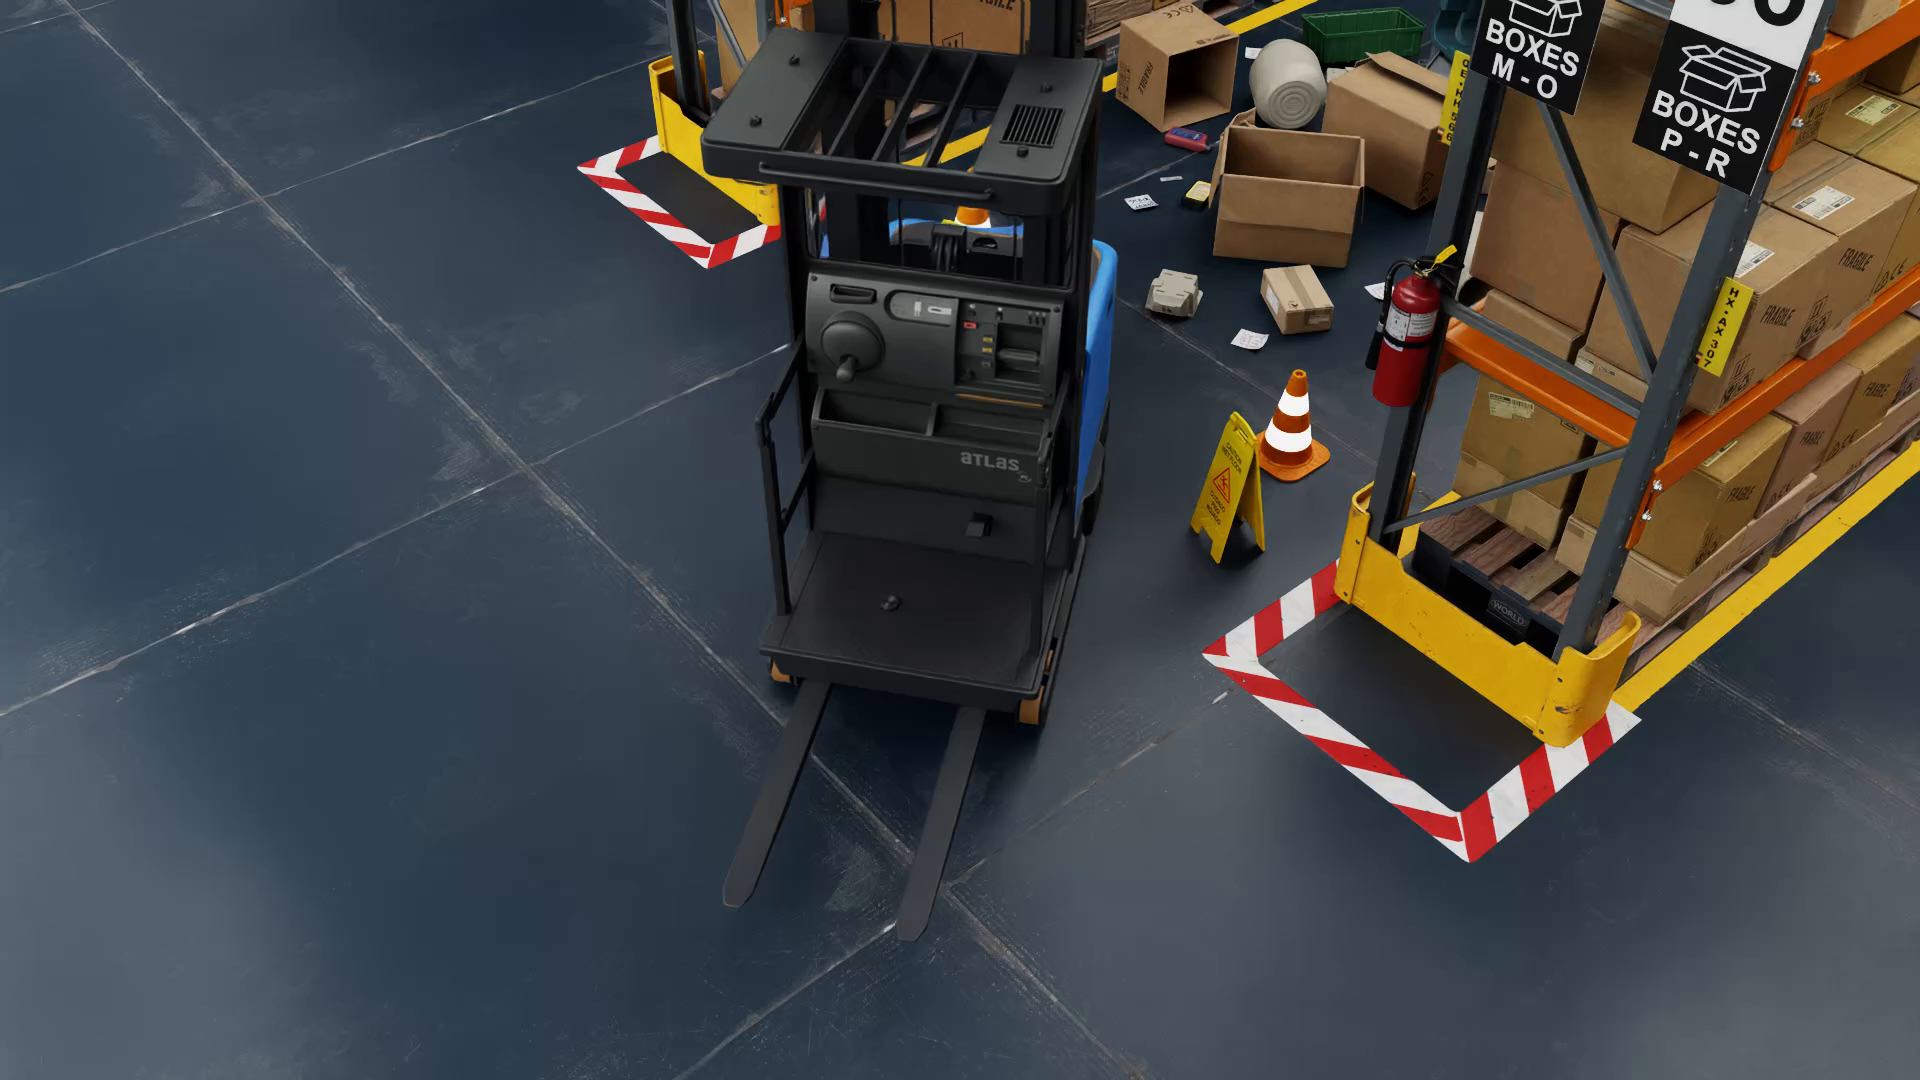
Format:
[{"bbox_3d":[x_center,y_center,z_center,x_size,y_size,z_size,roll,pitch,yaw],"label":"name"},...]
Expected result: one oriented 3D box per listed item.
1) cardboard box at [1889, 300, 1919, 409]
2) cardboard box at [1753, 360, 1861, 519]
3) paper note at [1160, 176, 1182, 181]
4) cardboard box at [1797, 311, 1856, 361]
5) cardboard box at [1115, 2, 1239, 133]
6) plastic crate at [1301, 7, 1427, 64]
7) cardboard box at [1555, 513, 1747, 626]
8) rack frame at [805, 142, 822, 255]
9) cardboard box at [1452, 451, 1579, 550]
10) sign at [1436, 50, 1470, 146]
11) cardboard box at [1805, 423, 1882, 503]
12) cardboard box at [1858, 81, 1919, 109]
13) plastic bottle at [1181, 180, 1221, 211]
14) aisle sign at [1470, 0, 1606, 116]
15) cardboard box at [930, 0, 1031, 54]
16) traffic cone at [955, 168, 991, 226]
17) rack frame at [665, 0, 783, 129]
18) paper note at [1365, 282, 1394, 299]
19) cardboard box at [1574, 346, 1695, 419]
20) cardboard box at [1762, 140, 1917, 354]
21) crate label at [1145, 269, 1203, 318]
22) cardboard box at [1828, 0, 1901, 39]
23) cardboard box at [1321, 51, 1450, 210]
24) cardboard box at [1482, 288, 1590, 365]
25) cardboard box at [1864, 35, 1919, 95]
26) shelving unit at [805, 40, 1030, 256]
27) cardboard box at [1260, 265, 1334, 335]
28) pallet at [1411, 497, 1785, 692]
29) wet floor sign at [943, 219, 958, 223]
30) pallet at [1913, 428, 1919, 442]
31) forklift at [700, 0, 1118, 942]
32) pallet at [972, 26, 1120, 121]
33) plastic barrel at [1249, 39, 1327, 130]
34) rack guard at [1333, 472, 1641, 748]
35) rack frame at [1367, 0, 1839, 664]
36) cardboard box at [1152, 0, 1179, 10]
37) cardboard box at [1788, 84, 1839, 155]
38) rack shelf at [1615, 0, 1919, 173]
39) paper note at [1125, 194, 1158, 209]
[{"bbox_3d":[4.007,-0.956,7.231,0.500,0.500,0.500,-27,50,-26],"label":"cardboard box"},{"bbox_3d":[3.212,-0.501,6.746,0.500,0.500,0.500,-32,52,-29],"label":"cardboard box"},{"bbox_3d":[1.198,-2.048,9.423,0.123,0.001,0.032,-7,44,-7],"label":"paper note"},{"bbox_3d":[3.057,-0.853,6.151,0.250,0.149,0.380,-29,50,-27],"label":"cardboard box"},{"bbox_3d":[1.282,-2.806,9.870,0.500,0.500,0.500,-21,47,-21],"label":"cardboard box"},{"bbox_3d":[2.522,-3.168,10.444,0.662,0.188,0.450,-7,34,-7],"label":"plastic crate"},{"bbox_3d":[2.796,0.015,6.744,0.500,0.250,0.500,-30,51,-28],"label":"cardboard box"},{"bbox_3d":[-0.674,-1.425,7.608,0.032,1.500,0.500,-3,27,0],"label":"rack frame"},{"bbox_3d":[2.466,-0.282,7.061,0.500,0.250,0.500,-30,51,-28],"label":"cardboard box"},{"bbox_3d":[1.659,-1.462,5.539,0.005,0.325,0.100,-30,51,-28],"label":"sign"},{"bbox_3d":[3.603,-0.451,7.241,0.500,0.250,0.500,-26,49,-25],"label":"cardboard box"},{"bbox_3d":[3.711,-1.513,6.380,0.500,0.500,0.500,-31,51,-29],"label":"cardboard box"},{"bbox_3d":[1.348,-1.937,9.267,0.133,0.061,0.283,22,47,21],"label":"plastic bottle"},{"bbox_3d":[1.766,-1.697,4.967,0.004,0.787,0.394,-30,51,-28],"label":"aisle sign"},{"bbox_3d":[-0.102,-3.278,9.795,0.875,0.875,0.875,-31,51,-28],"label":"cardboard box"},{"bbox_3d":[0.065,-1.743,8.767,0.334,0.463,0.336,-30,51,-28],"label":"traffic cone"},{"bbox_3d":[-1.254,-3.180,8.445,0.127,3.000,1.000,-30,51,-28],"label":"rack frame"},{"bbox_3d":[2.196,-1.293,8.613,0.142,0.019,0.148,-14,45,-14],"label":"paper note"},{"bbox_3d":[2.393,-0.574,5.853,0.250,0.149,0.380,-30,51,-28],"label":"cardboard box"},{"bbox_3d":[2.936,-1.061,5.899,0.500,0.500,0.500,-28,50,-27],"label":"cardboard box"},{"bbox_3d":[1.092,-1.259,8.491,0.250,0.136,0.298,14,45,15],"label":"crate label"},{"bbox_3d":[2.463,-1.602,4.757,0.250,0.149,0.380,-30,51,-28],"label":"cardboard box"},{"bbox_3d":[2.435,-2.280,9.211,0.503,0.637,0.797,-30,51,-28],"label":"cardboard box"},{"bbox_3d":[2.150,-0.810,6.105,0.250,0.149,0.380,-28,50,-27],"label":"cardboard box"},{"bbox_3d":[3.442,-2.116,6.291,0.500,0.500,0.700,-30,51,-28],"label":"cardboard box"},{"bbox_3d":[-0.166,-1.448,7.604,1.048,1.500,0.538,-3,27,0],"label":"shelving unit"},{"bbox_3d":[1.709,-1.222,8.442,0.250,0.149,0.380,-7,44,-7],"label":"cardboard box"},{"bbox_3d":[2.704,0.020,7.074,1.213,0.211,1.003,-30,51,-28],"label":"pallet"},{"bbox_3d":[-0.005,-1.269,8.130,0.267,0.644,0.232,30,51,28],"label":"wet floor sign"},{"bbox_3d":[4.576,-1.052,8.216,1.213,0.211,1.003,-30,51,-28],"label":"pallet"},{"bbox_3d":[-0.142,-0.636,5.786,1.130,2.935,3.031,9,44,9],"label":"forklift"},{"bbox_3d":[0.245,-3.089,10.384,1.213,0.211,1.003,-30,51,-28],"label":"pallet"},{"bbox_3d":[1.929,-2.694,9.809,0.421,0.421,0.512,0,43,0],"label":"plastic barrel"},{"bbox_3d":[2.058,0.253,6.615,0.348,0.500,1.175,-30,51,-28],"label":"rack guard"},{"bbox_3d":[2.000,-0.625,5.724,0.127,3.000,1.000,-30,51,-28],"label":"rack frame"},{"bbox_3d":[1.287,-4.076,10.644,0.875,0.875,0.875,-29,50,-27],"label":"cardboard box"},{"bbox_3d":[2.645,-1.691,5.839,0.500,0.500,0.700,-29,51,-28],"label":"cardboard box"},{"bbox_3d":[3.534,-2.334,5.879,4.000,0.370,1.077,-30,51,-28],"label":"rack shelf"},{"bbox_3d":[1.007,-1.876,9.226,0.142,0.017,0.144,-14,45,-14],"label":"paper note"}]
